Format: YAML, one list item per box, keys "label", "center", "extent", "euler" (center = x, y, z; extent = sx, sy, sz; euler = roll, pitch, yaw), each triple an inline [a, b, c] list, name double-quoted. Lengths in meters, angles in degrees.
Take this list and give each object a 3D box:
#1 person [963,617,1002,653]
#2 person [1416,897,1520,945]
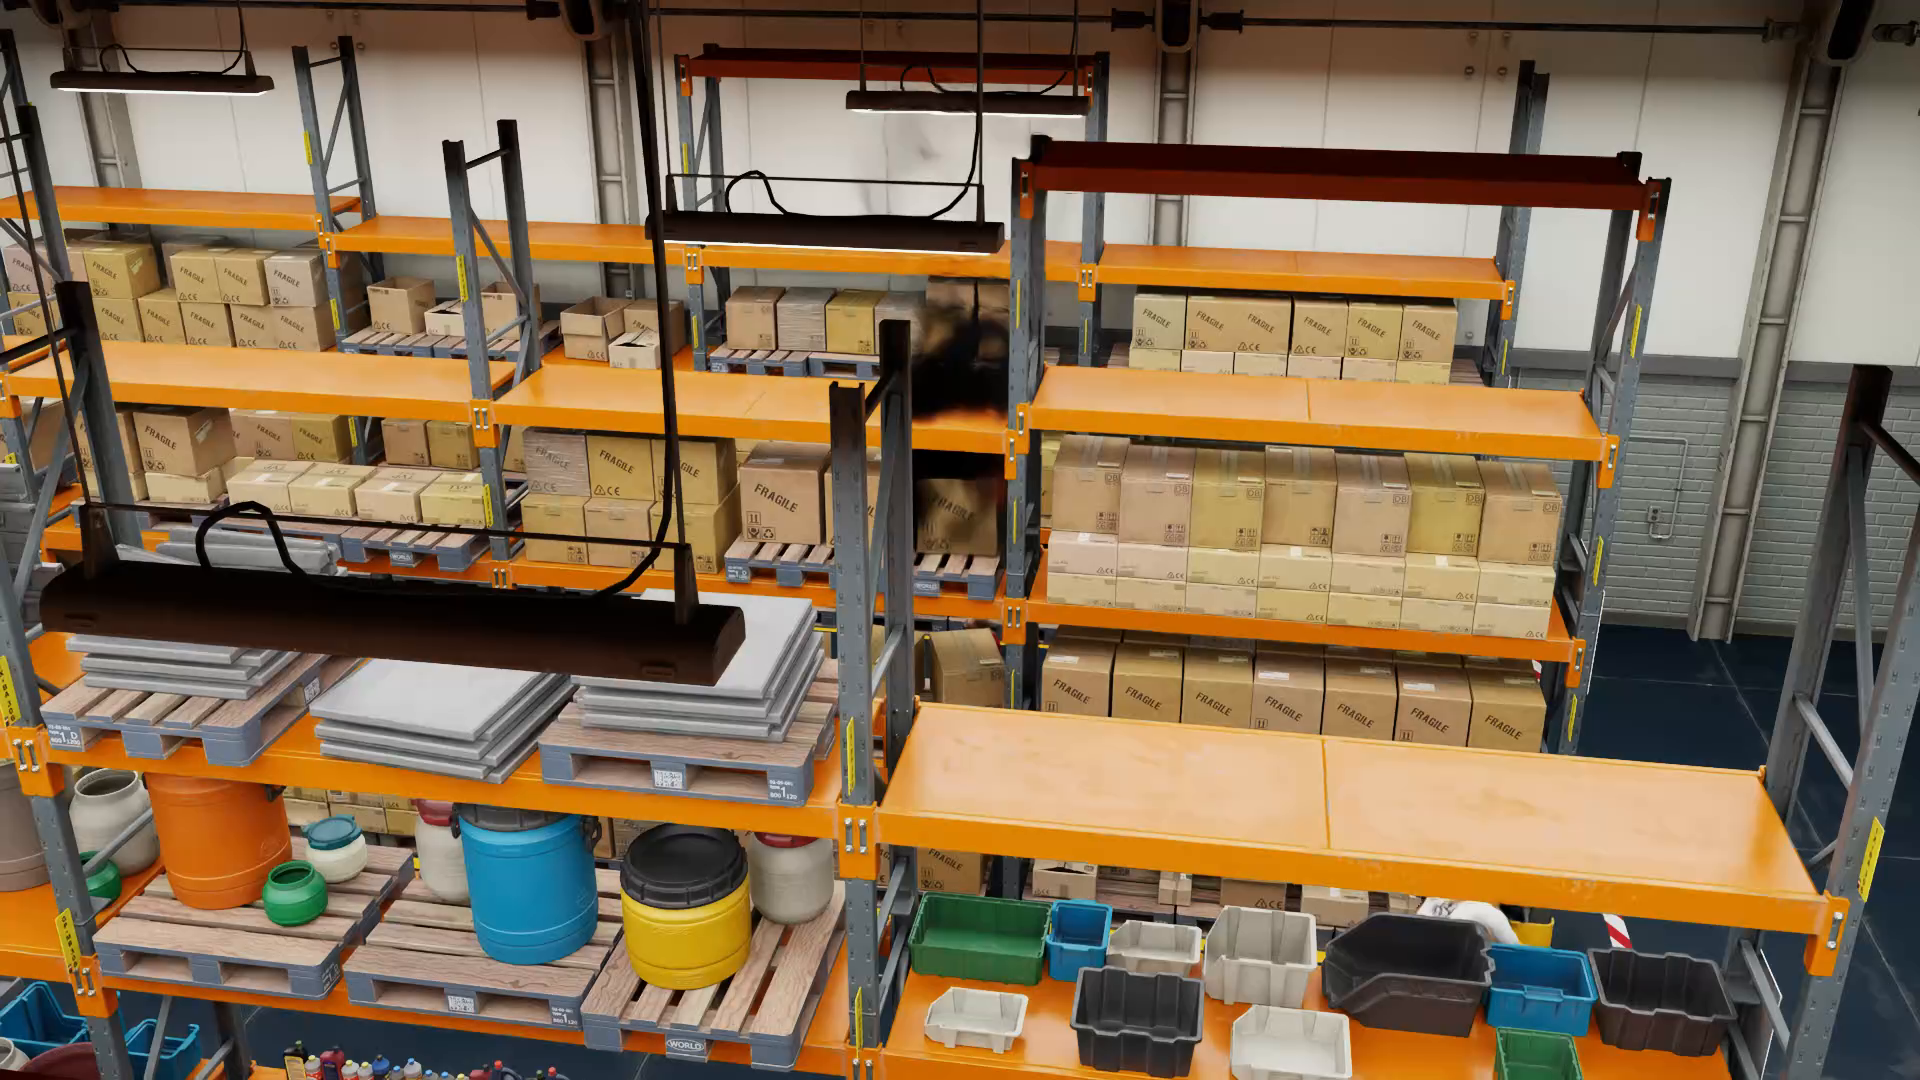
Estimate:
- label: "person"
  center: [0.158, 1.410, 14.875]
  extent: [0.809, 1.692, 0.695]
  euler: [3, 23, 6]
- label: "person"
  center: [3.343, 2.889, 11.248]
  extent: [0.911, 1.760, 0.726]
  euler: [-6, 24, -13]
